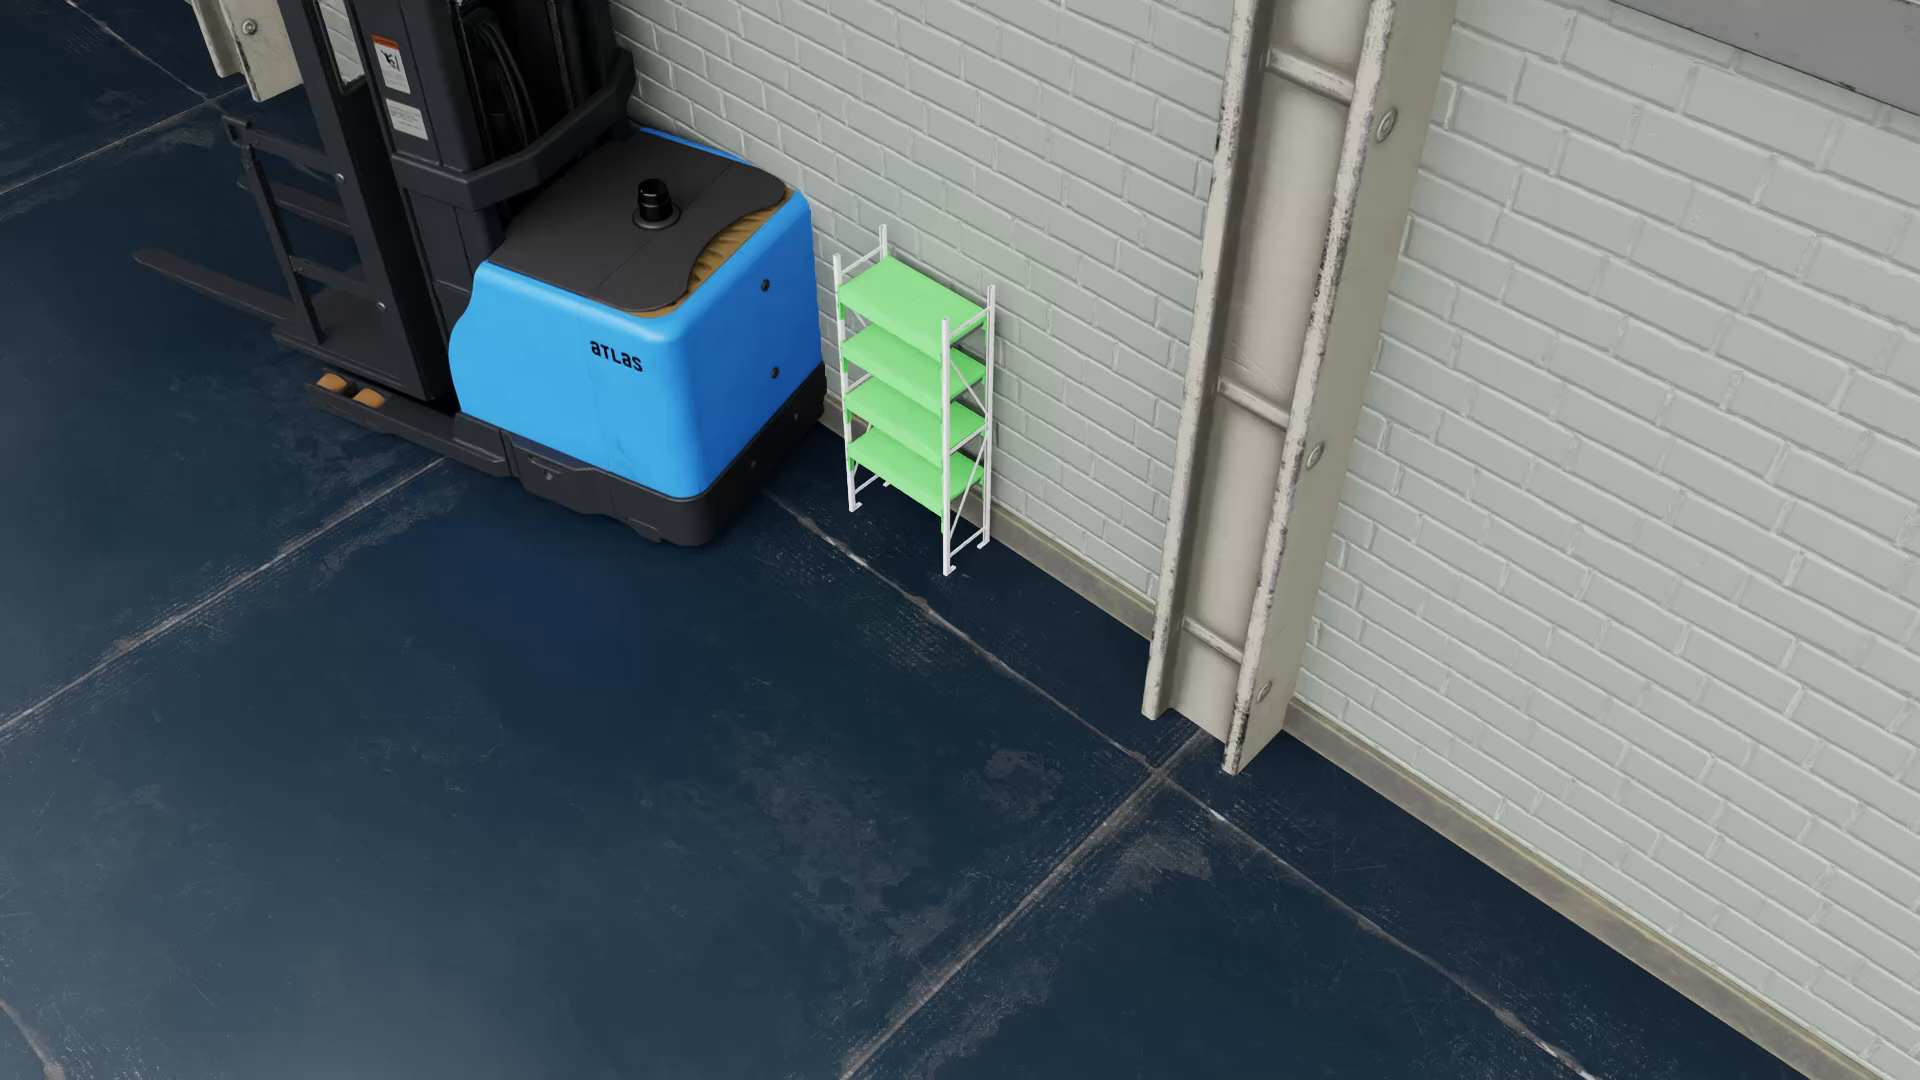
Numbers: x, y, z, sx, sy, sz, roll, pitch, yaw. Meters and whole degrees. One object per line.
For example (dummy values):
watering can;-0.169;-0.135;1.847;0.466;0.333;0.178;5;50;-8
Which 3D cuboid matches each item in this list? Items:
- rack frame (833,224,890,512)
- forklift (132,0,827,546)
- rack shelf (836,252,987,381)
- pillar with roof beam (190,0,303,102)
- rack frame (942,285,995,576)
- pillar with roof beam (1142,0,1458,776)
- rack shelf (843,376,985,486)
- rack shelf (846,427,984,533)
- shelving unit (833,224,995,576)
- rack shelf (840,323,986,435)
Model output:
rack frame;-0.335;-0.586;5.976;0.015;1.200;0.240;33;55;27
forklift;-2.041;-1.760;5.892;3.031;2.935;1.130;21;50;19
rack shelf;-0.153;-0.752;5.562;0.480;0.148;0.258;33;55;27
pillar with roof beam;-6.461;-3.136;3.022;0.400;9.000;9.100;34;55;28
rack frame;0.027;-0.347;5.752;0.015;1.200;0.240;33;55;27
pillar with roof beam;-2.052;-0.169;0.236;0.400;9.000;9.100;34;55;28
rack shelf;-0.154;-0.422;5.910;0.480;0.148;0.258;33;55;27
rack shelf;-0.155;-0.258;6.085;0.480;0.148;0.258;33;55;27
shelving unit;-0.154;-0.466;5.864;0.503;1.200;0.258;33;55;27
rack shelf;-0.153;-0.587;5.736;0.480;0.148;0.258;33;55;27
